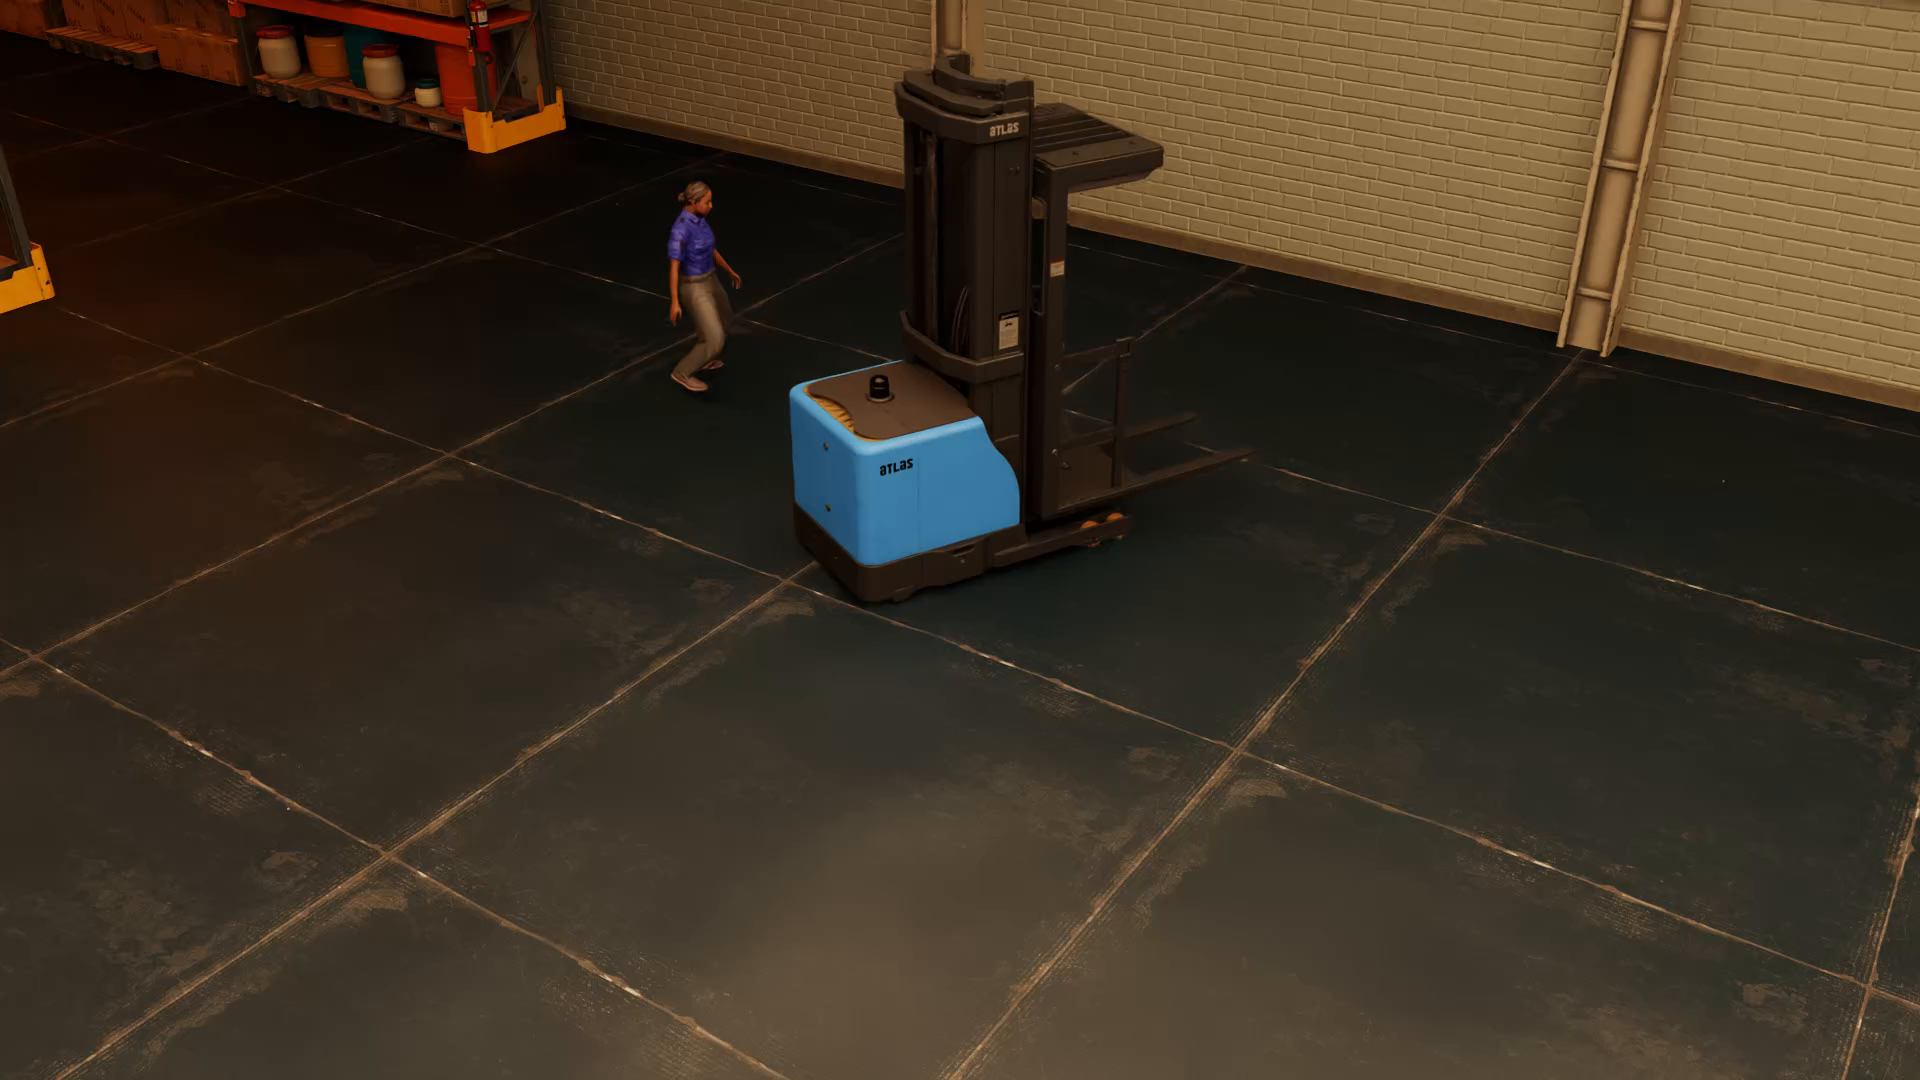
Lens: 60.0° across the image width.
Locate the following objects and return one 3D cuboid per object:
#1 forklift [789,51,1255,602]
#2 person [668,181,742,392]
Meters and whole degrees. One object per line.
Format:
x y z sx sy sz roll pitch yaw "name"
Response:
0.492 -1.433 10.049 3.031 2.935 1.130 -16 34 -26 "forklift"
-1.887 -1.838 12.137 0.542 1.564 0.836 9 31 14 "person"
